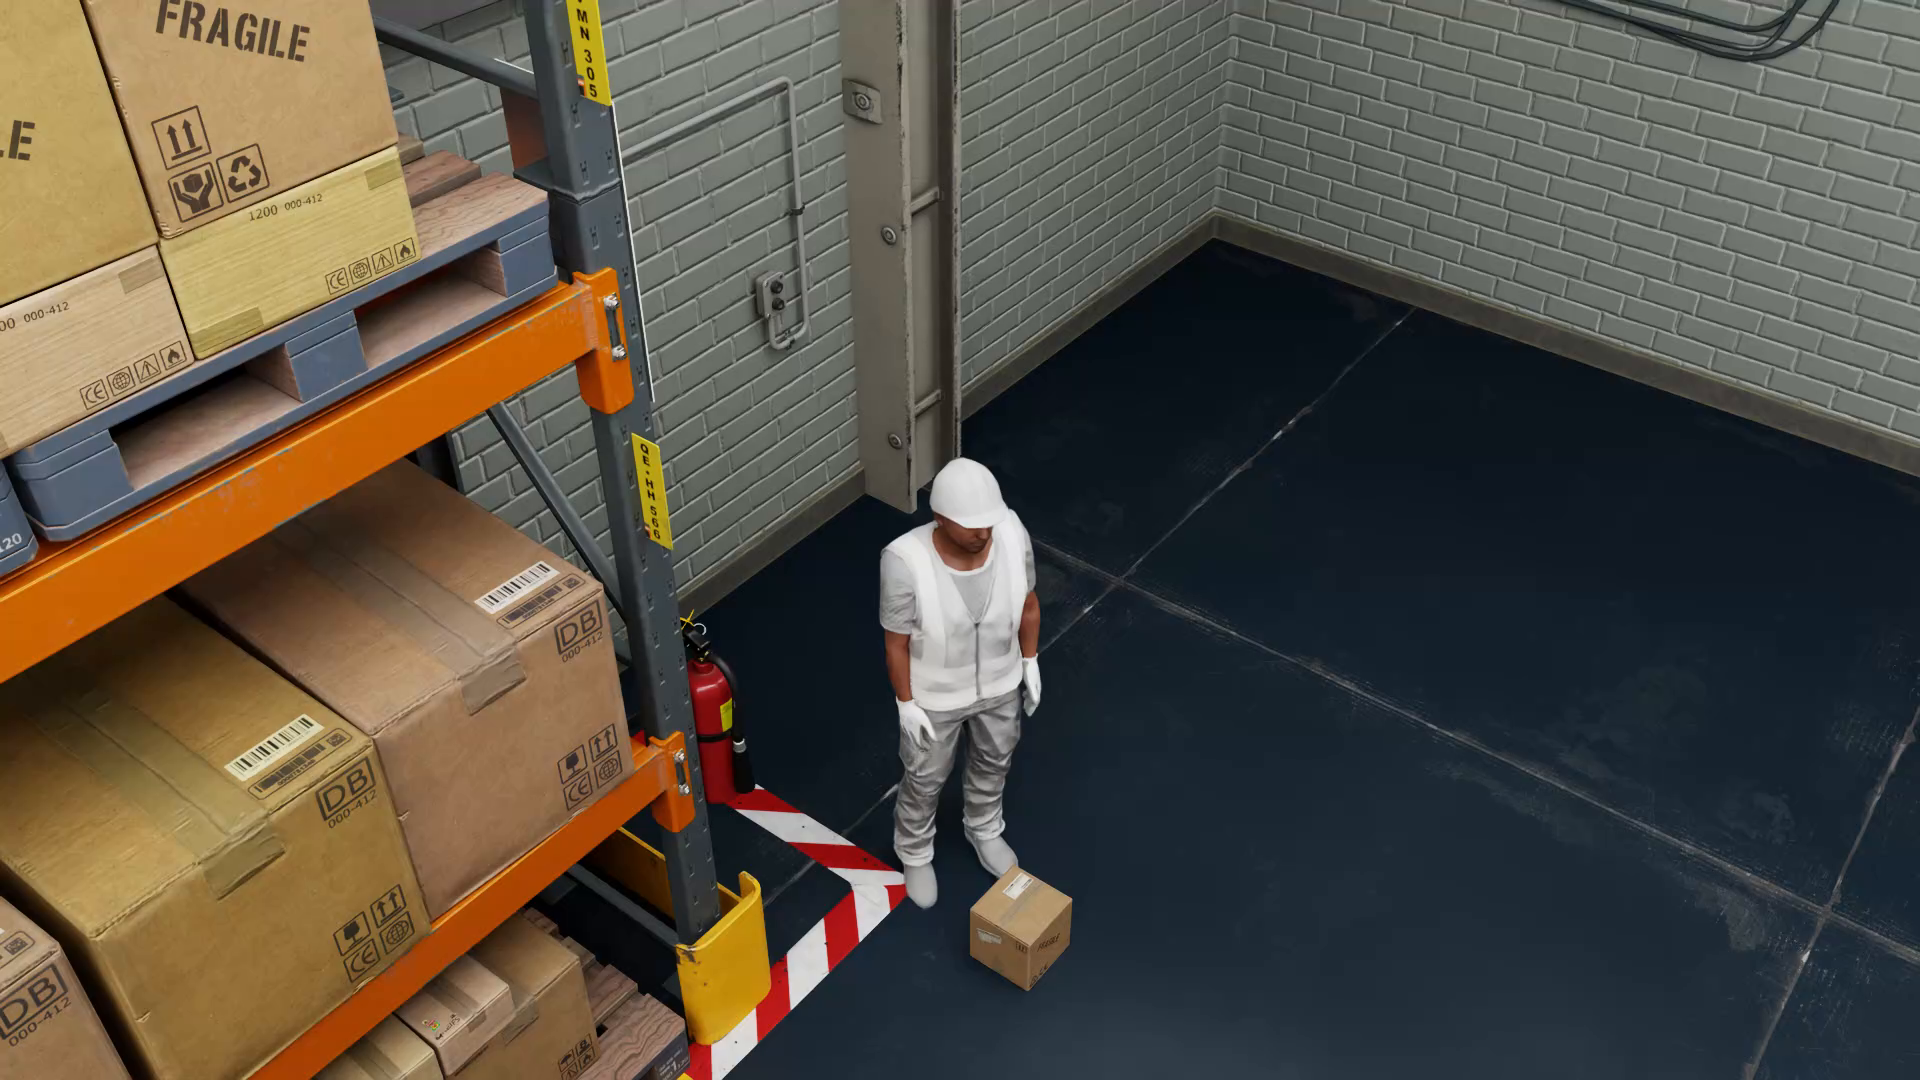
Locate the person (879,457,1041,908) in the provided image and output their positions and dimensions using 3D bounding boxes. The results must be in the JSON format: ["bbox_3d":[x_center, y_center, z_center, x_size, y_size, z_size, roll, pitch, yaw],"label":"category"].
[{"bbox_3d":[0.012,0.478,5.554,0.550,1.812,0.356,-16,41,-19],"label":"person"}]
